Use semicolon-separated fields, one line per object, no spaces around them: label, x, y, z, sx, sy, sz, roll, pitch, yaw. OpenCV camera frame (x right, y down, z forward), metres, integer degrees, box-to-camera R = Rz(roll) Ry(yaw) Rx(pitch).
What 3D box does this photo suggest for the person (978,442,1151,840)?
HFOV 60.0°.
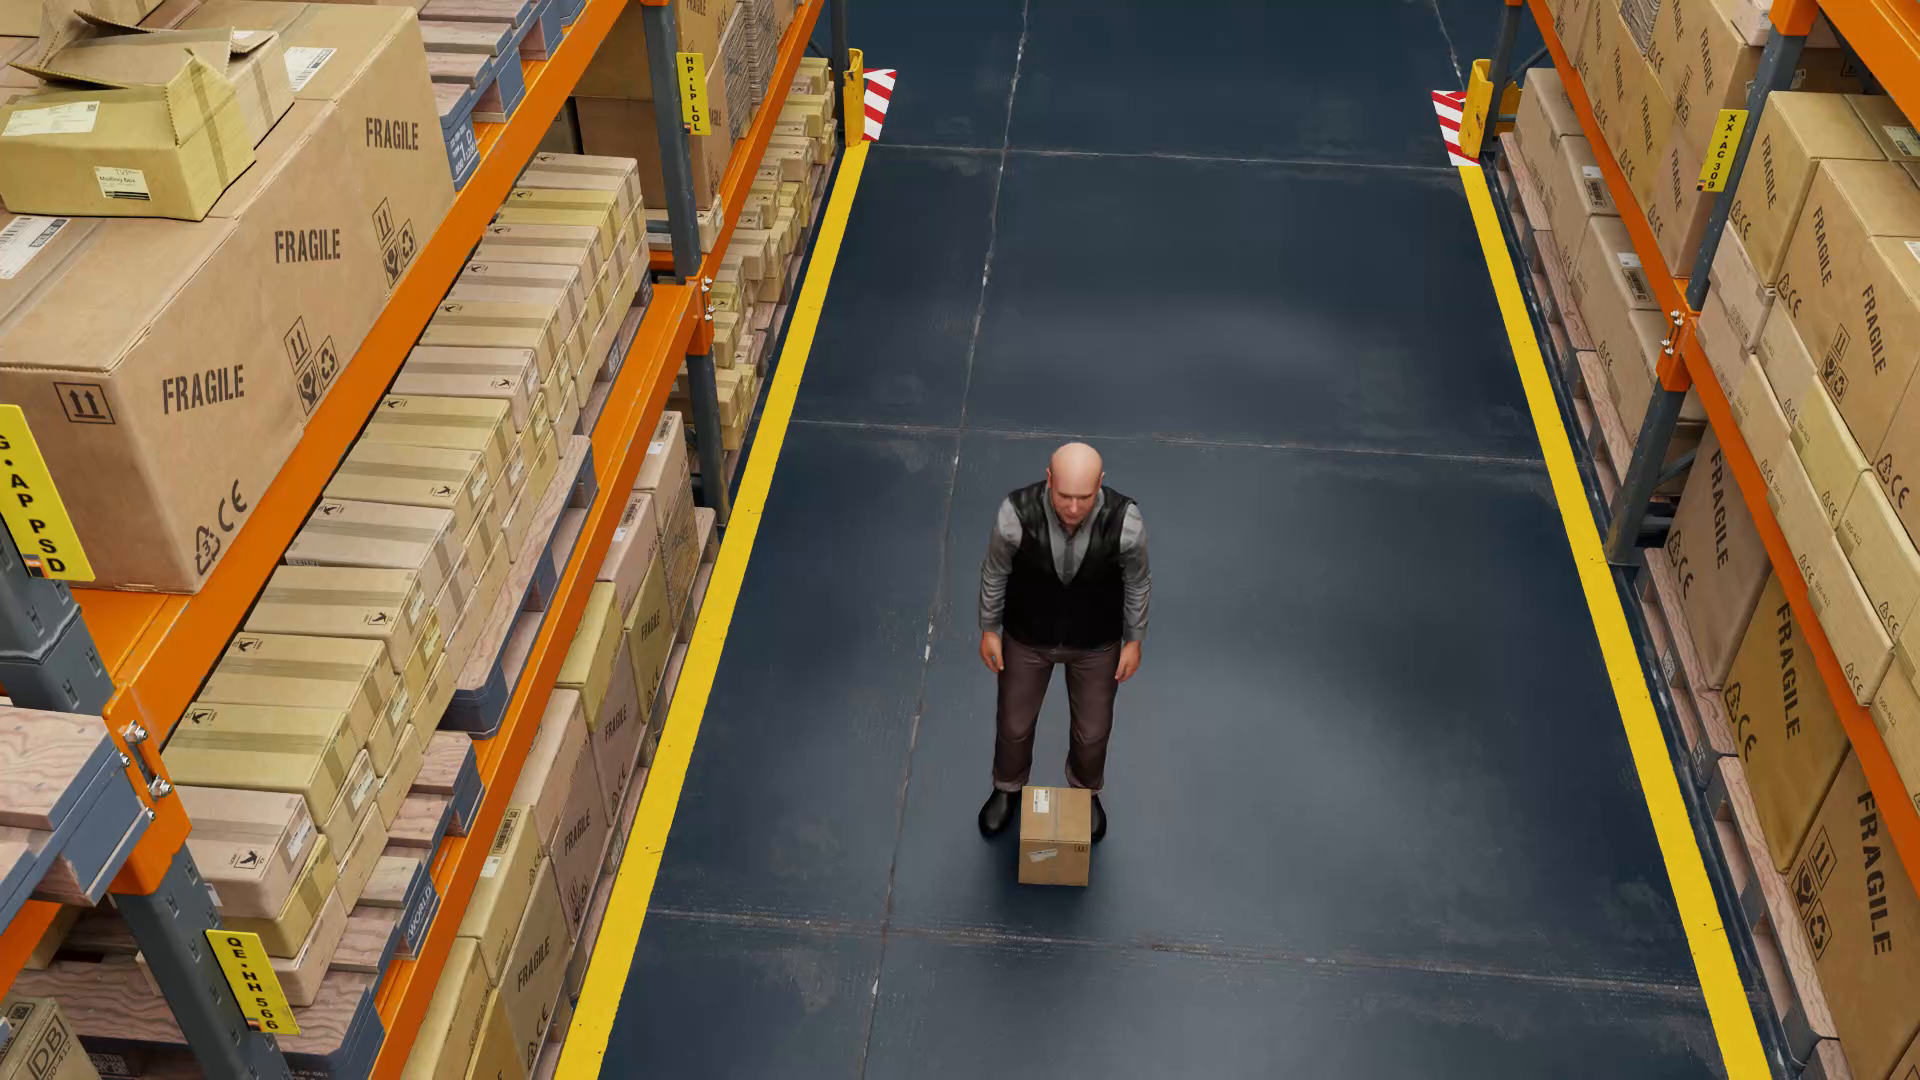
person;0.355;0.330;5.778;0.581;1.721;0.419;3;40;4
